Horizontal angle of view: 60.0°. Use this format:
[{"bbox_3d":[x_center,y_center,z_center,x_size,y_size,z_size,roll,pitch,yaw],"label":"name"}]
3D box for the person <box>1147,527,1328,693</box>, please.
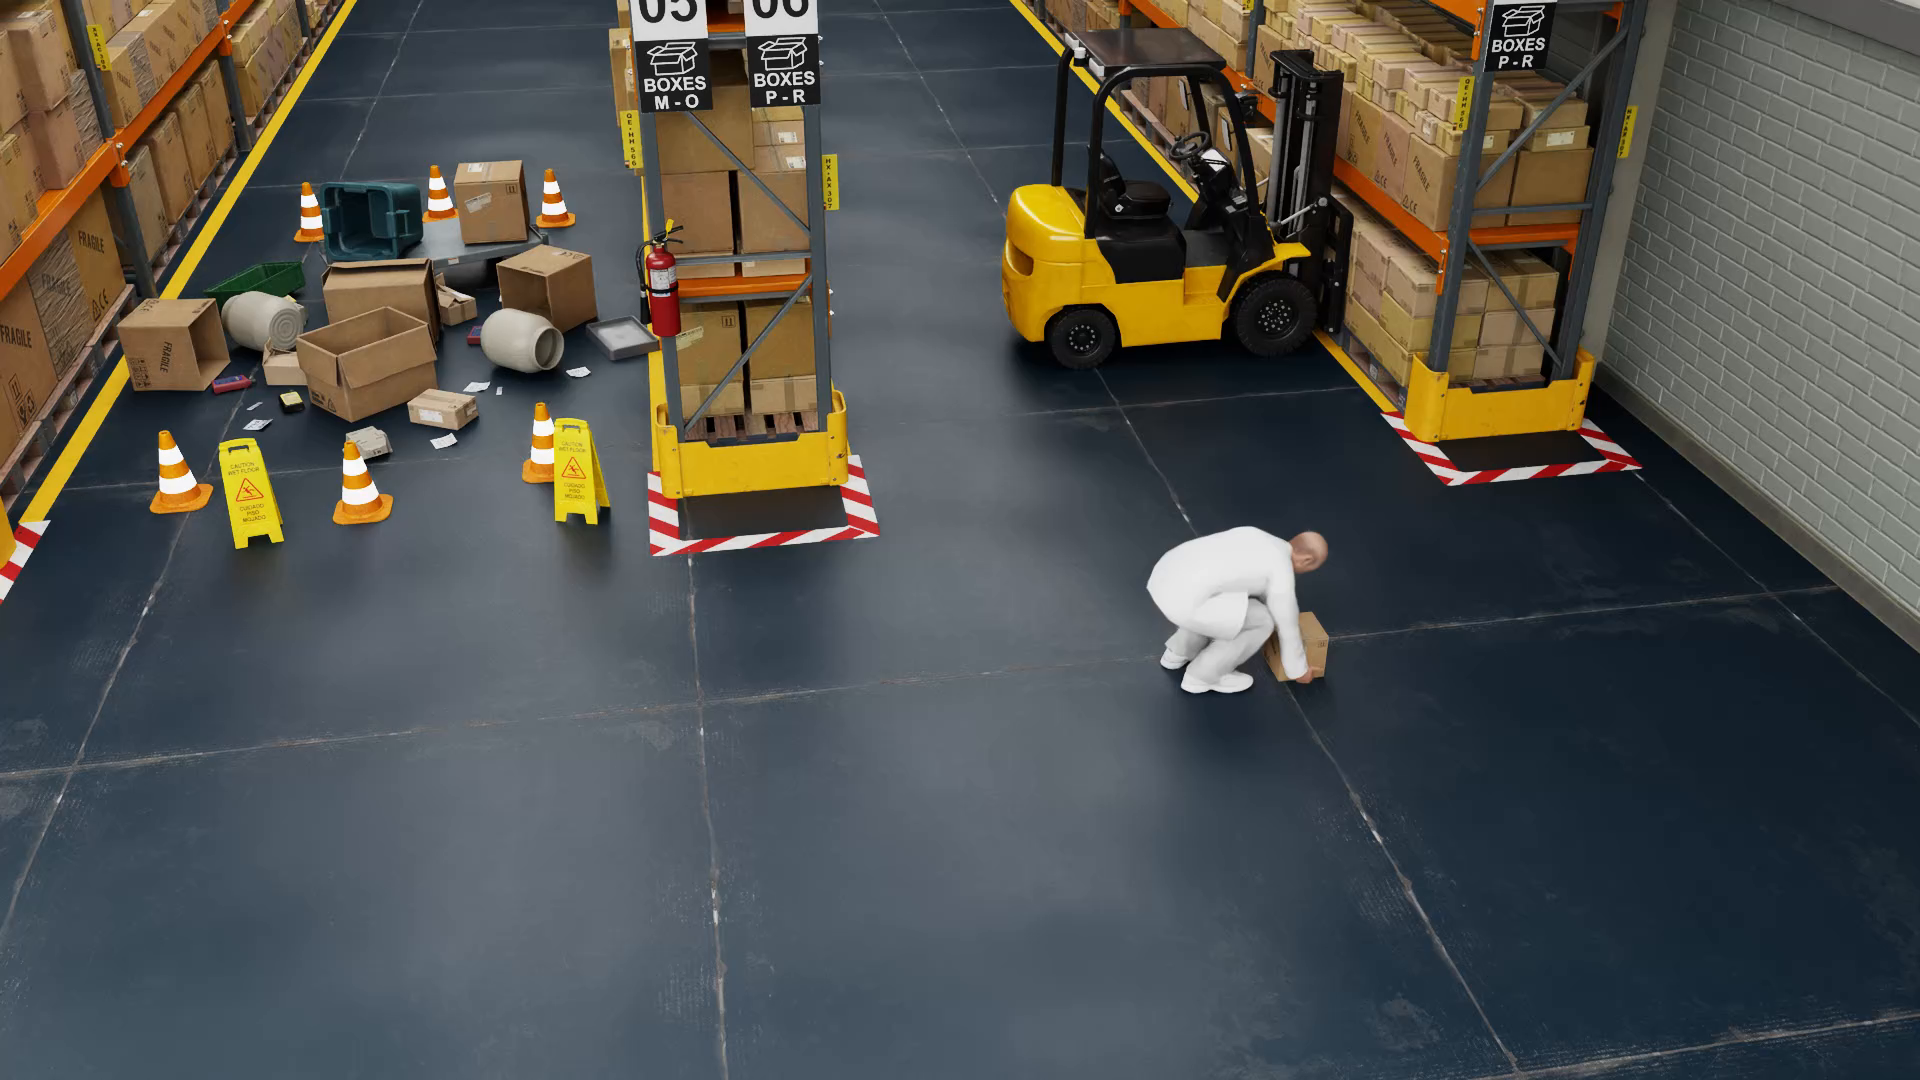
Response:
[{"bbox_3d":[1.415,0.356,8.531,0.947,0.824,0.577,-6,31,-10],"label":"person"}]
